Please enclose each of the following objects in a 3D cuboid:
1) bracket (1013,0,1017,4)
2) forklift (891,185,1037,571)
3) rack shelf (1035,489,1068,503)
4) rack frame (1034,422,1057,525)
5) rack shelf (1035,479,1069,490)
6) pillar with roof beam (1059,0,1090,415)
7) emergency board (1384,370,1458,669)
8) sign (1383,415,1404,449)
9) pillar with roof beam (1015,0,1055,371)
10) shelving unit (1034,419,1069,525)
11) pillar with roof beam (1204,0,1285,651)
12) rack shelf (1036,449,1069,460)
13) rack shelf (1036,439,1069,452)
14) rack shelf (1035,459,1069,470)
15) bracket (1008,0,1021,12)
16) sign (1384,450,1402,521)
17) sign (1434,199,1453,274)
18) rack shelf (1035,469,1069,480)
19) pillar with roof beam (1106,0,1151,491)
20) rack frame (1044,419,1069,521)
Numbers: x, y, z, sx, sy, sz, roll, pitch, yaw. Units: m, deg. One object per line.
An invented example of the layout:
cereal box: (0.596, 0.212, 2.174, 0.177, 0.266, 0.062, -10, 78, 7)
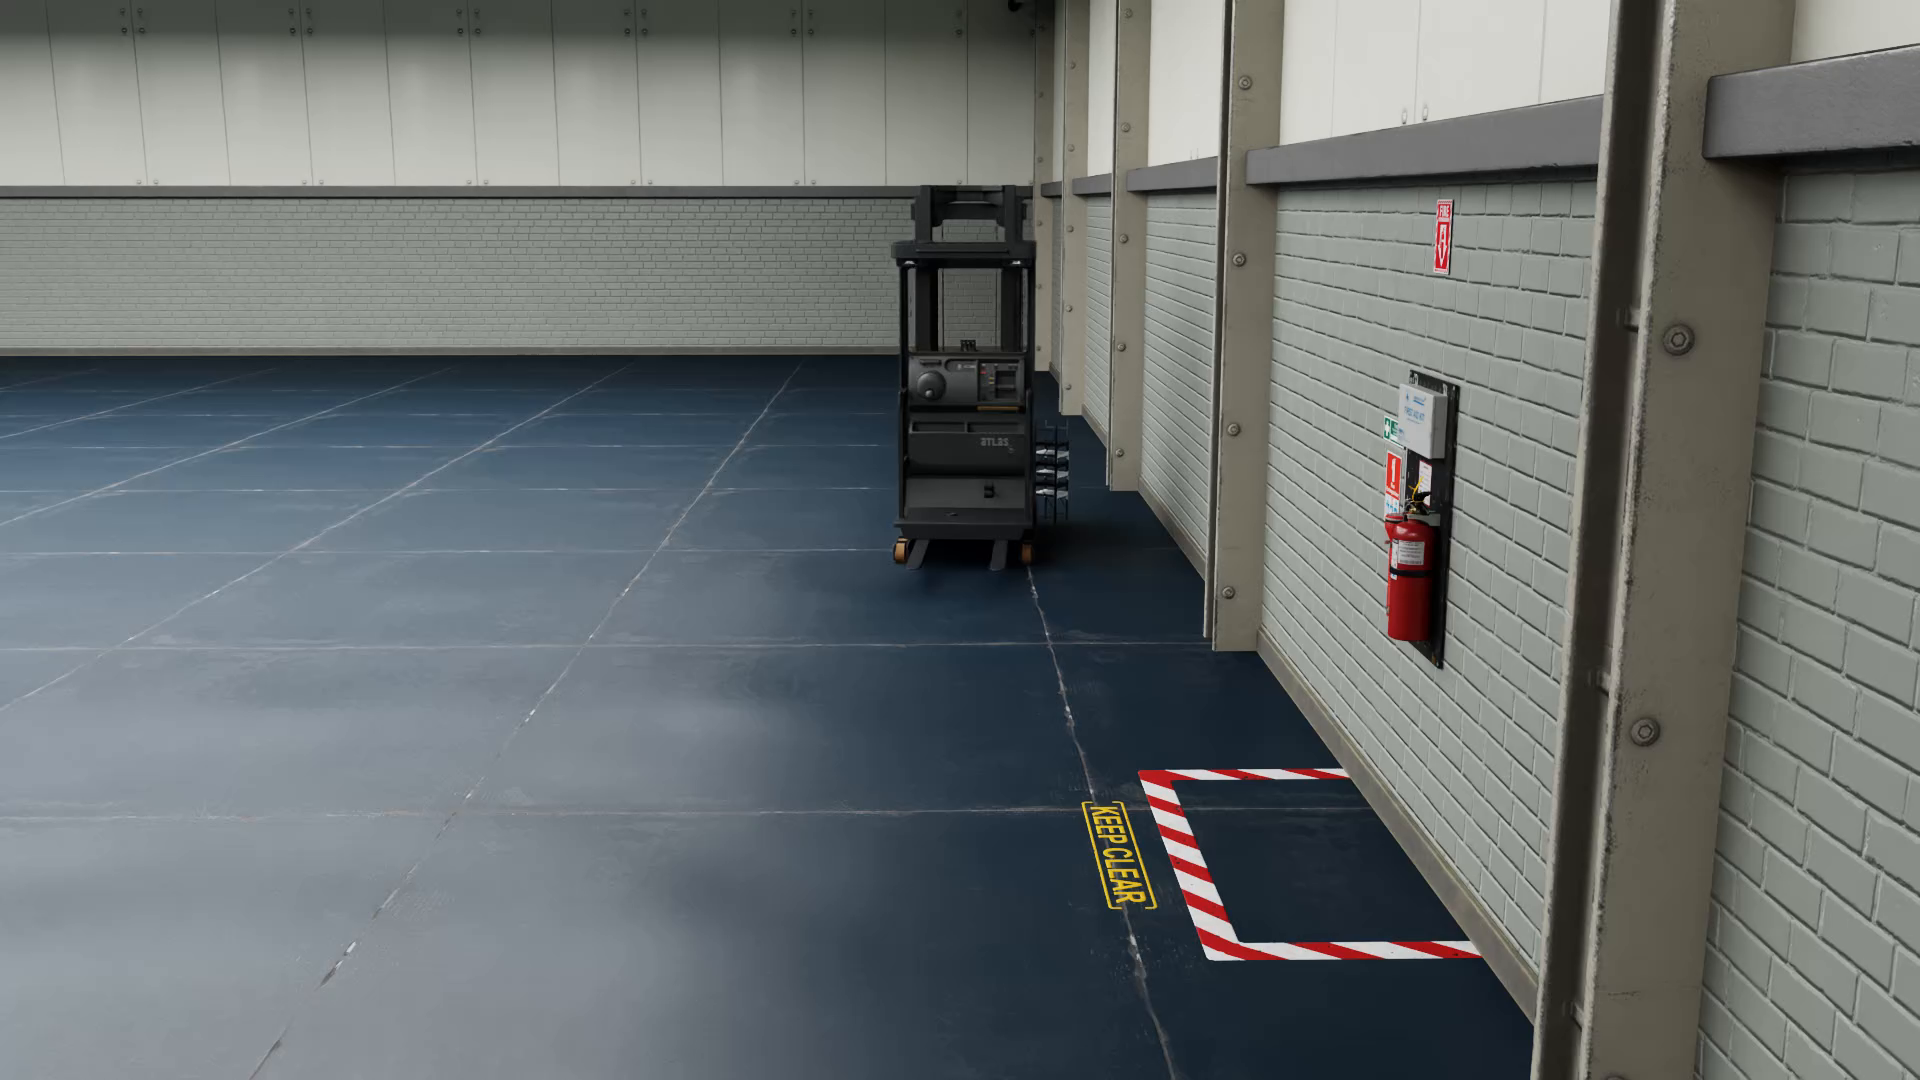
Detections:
bracket: (0.992, -9.521, 29.302, 0.076, 0.066, 3.189, 0, 11, -1)
forklift: (0.045, -1.305, 13.121, 1.130, 2.935, 3.031, 1, 11, 3)
rack shelf: (0.807, -0.395, 14.816, 0.258, 0.077, 0.200, 8, 14, 33)
rack frame: (0.751, -0.587, 14.690, 0.240, 0.900, 0.006, 8, 14, 33)
rack shelf: (0.807, -0.483, 14.798, 0.258, 0.077, 0.200, 8, 14, 33)
pillar with roof beam: (-2.788, -6.112, 21.551, 9.100, 9.000, 0.400, 0, 11, -1)
emergency board: (1.875, -0.102, 7.020, 0.194, 1.169, 0.643, 0, 11, -1)
sign: (1.958, -0.489, 7.503, 0.001, 0.109, 0.331, 0, 11, -1)
pillar with roof beam: (-2.912, -7.304, 27.430, 9.100, 9.000, 0.548, 0, 11, -1)
shelving unit: (0.807, -0.604, 14.773, 0.258, 0.900, 0.210, 8, 14, 33)
pillar with roof beam: (-2.540, -3.726, 9.793, 9.100, 9.000, 0.400, 0, 11, -1)
rack shelf: (0.807, -0.748, 14.744, 0.258, 0.077, 0.200, 8, 14, 33)
rack shelf: (0.807, -0.836, 14.726, 0.258, 0.077, 0.200, 8, 14, 33)
rack shelf: (0.807, -0.660, 14.762, 0.258, 0.077, 0.200, 8, 14, 33)
bracket: (0.979, -9.638, 29.881, 0.235, 0.232, 0.430, 0, 11, -1)
sign: (1.967, -0.230, 7.560, 0.001, 0.329, 0.234, 0, 11, -1)
sign: (1.974, -1.241, 6.799, 0.001, 0.298, 0.199, 0, 11, -1)
rack shelf: (0.807, -0.571, 14.780, 0.258, 0.077, 0.200, 8, 14, 33)
pillar with roof beam: (-2.664, -4.919, 15.672, 9.100, 9.000, 0.400, 0, 11, -1)
rack frame: (0.863, -0.621, 14.856, 0.240, 0.900, 0.006, 8, 14, 33)
